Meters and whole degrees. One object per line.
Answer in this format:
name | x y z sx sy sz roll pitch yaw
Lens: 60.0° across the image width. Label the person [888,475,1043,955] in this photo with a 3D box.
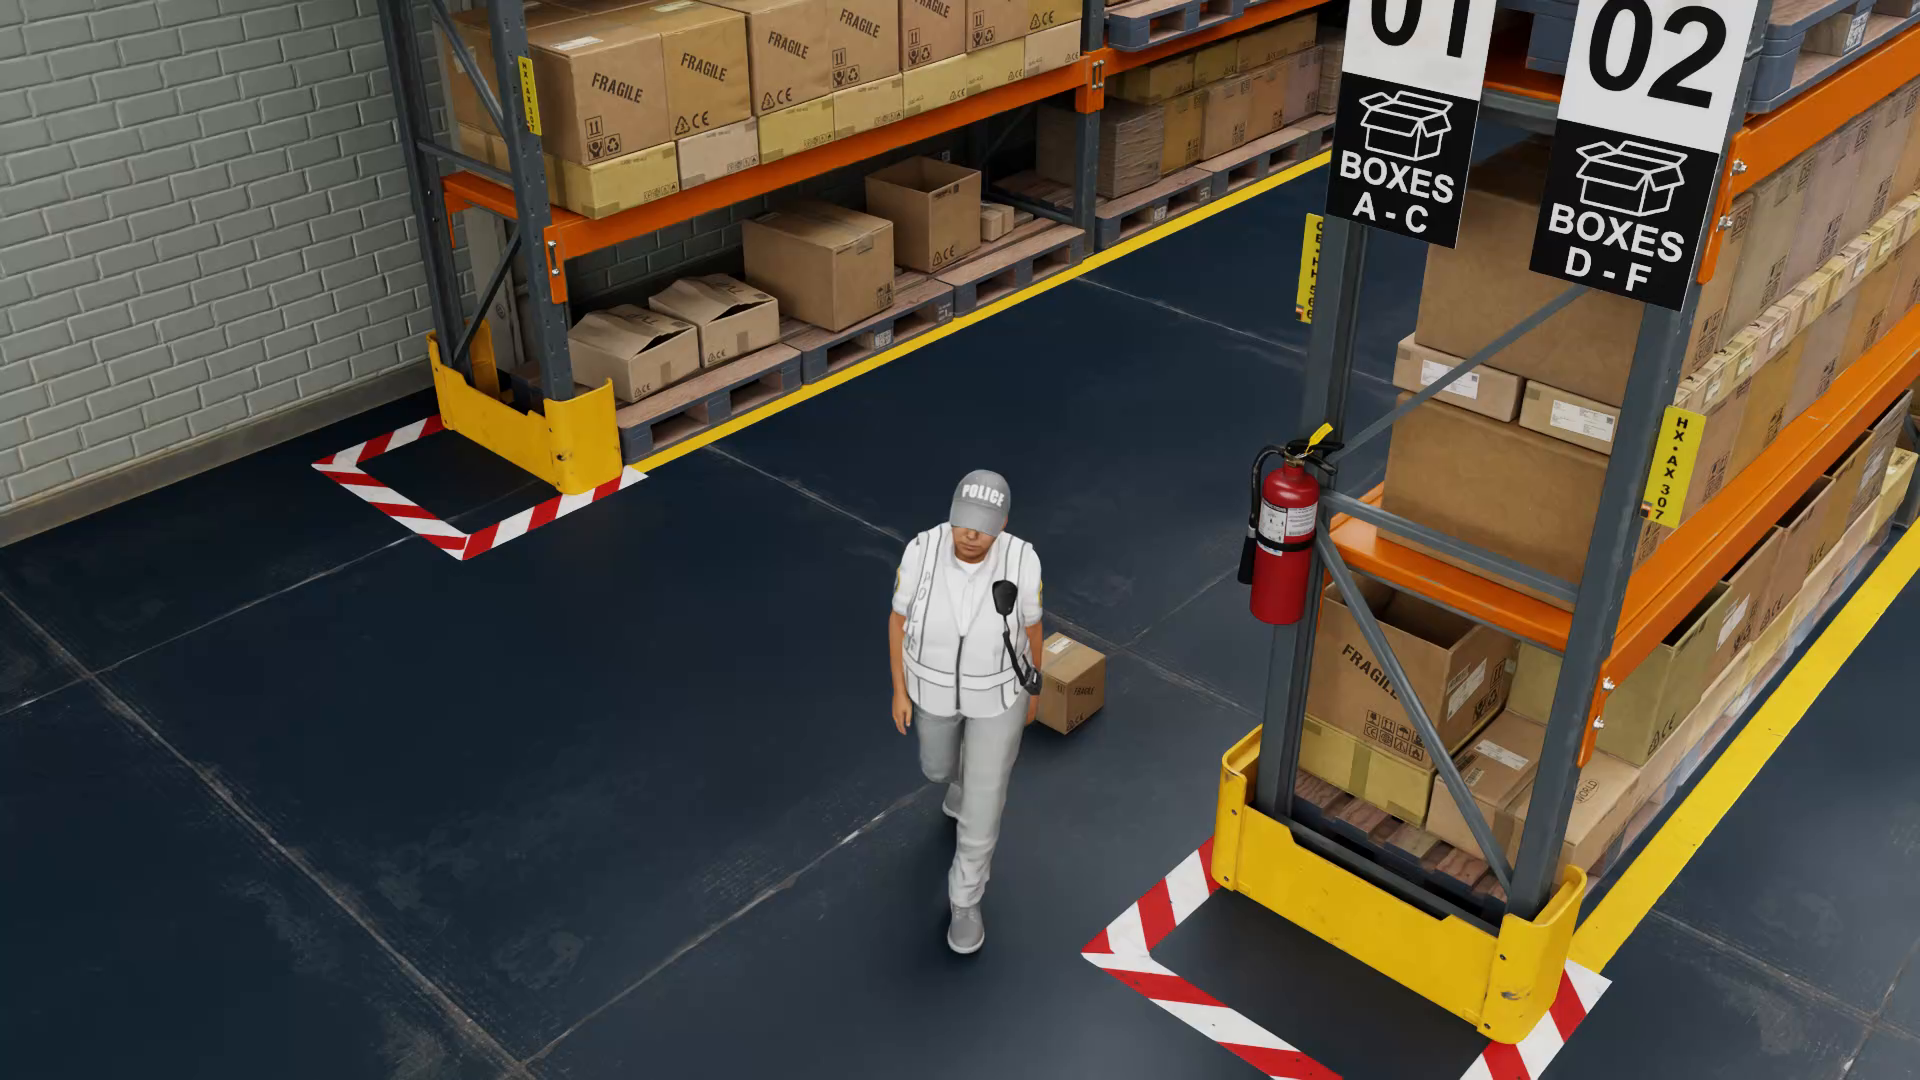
person | 0.028 0.467 5.368 0.488 1.634 0.803 5 32 9
